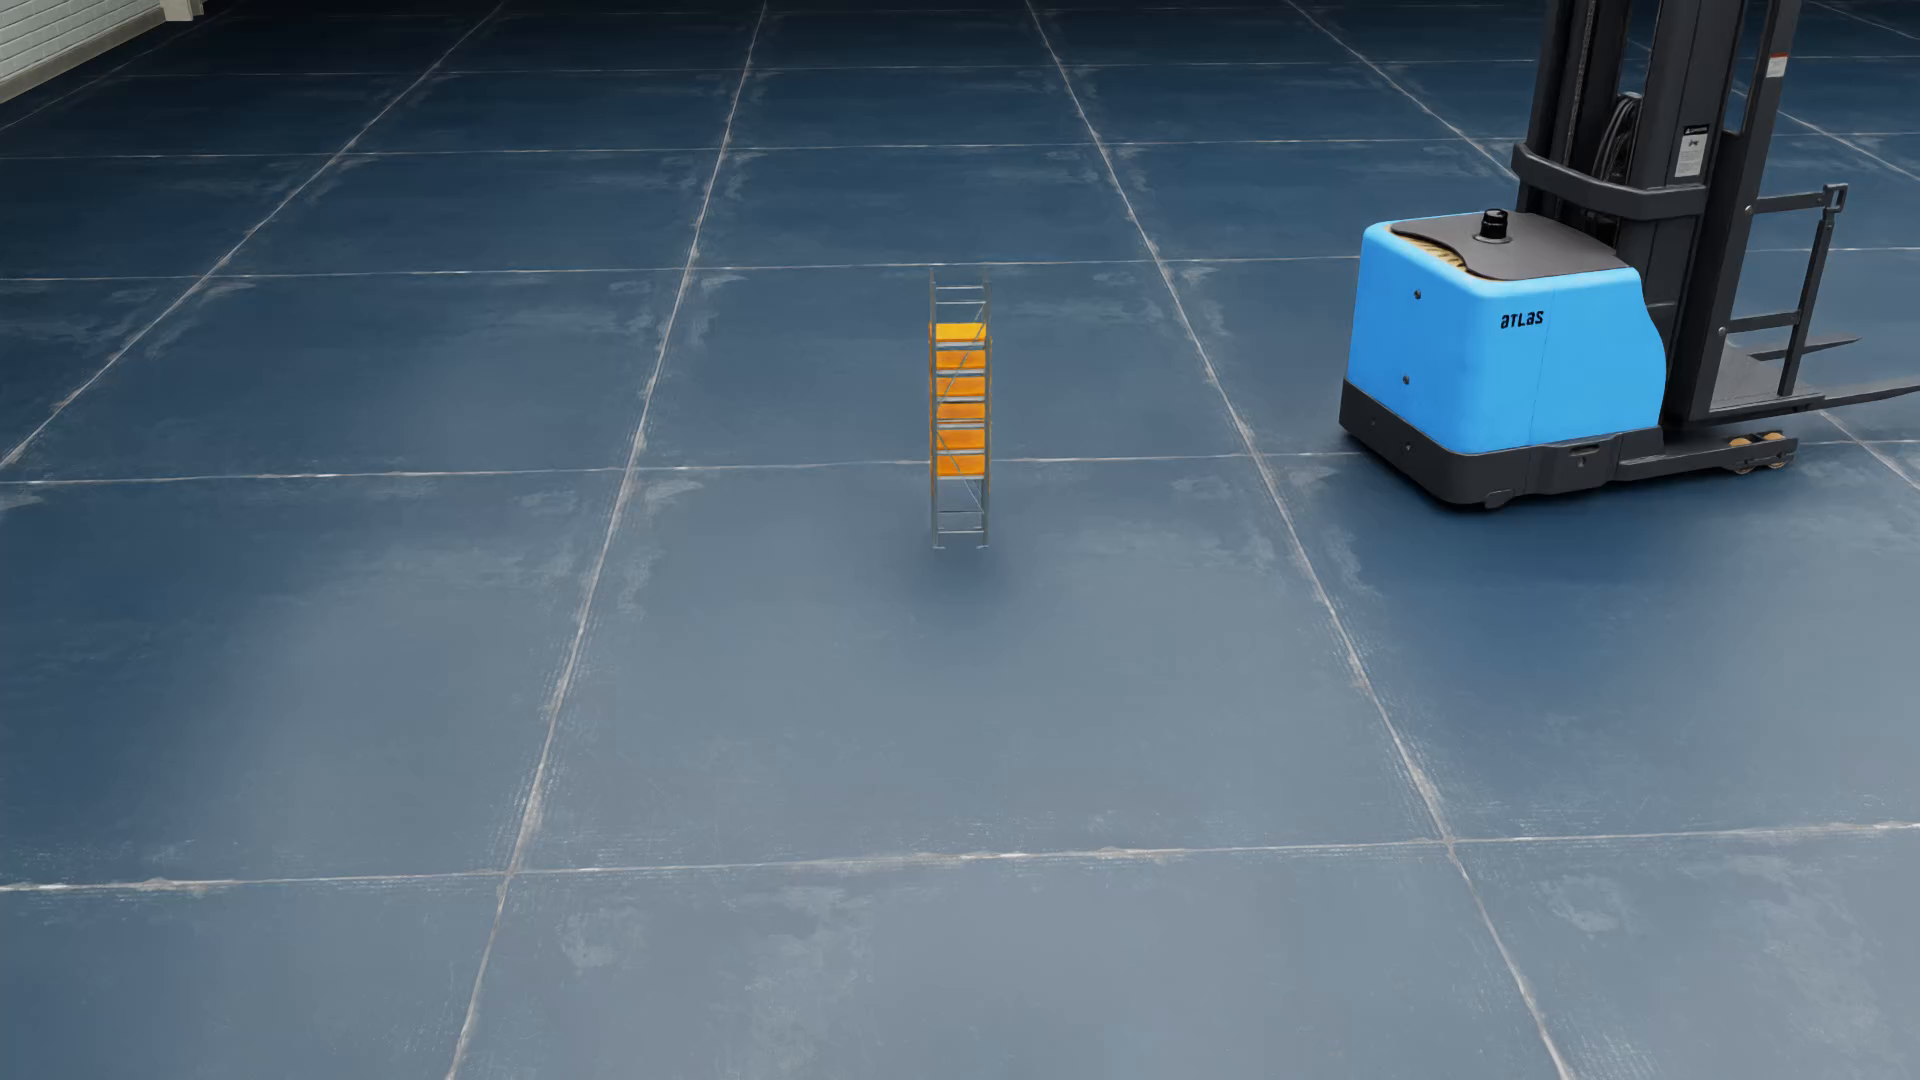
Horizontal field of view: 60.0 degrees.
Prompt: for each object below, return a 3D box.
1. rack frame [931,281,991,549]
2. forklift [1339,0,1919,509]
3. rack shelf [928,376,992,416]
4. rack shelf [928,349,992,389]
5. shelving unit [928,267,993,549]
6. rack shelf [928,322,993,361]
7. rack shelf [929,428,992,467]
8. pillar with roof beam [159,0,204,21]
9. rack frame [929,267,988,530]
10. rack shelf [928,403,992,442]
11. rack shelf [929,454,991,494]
[{"bbox_3d":[0.004,-0.496,6.904,0.240,1.200,0.006,-1,28,-3],"label":"rack frame"},{"bbox_3d":[3.442,-1.833,7.596,3.031,2.935,1.130,-9,29,-16],"label":"forklift"},{"bbox_3d":[-0.001,-0.606,6.950,0.258,0.103,0.180,-1,28,-3],"label":"rack shelf"},{"bbox_3d":[-0.001,-0.712,6.895,0.258,0.103,0.180,-1,28,-3],"label":"rack shelf"},{"bbox_3d":[-0.001,-0.539,6.985,0.258,1.200,0.189,-1,28,-3],"label":"shelving unit"},{"bbox_3d":[-0.001,-0.818,6.839,0.258,0.103,0.180,-1,28,-3],"label":"rack shelf"},{"bbox_3d":[-0.001,-0.393,7.061,0.258,0.103,0.180,-1,28,-3],"label":"rack shelf"},{"bbox_3d":[-4.209,-9.821,16.348,9.100,9.000,0.400,-1,28,-3],"label":"pillar with roof beam"},{"bbox_3d":[-0.006,-0.581,7.066,0.240,1.200,0.006,-1,28,-3],"label":"rack frame"},{"bbox_3d":[-0.001,-0.499,7.006,0.258,0.103,0.180,-1,28,-3],"label":"rack shelf"},{"bbox_3d":[-0.001,-0.286,7.117,0.258,0.103,0.180,-1,28,-3],"label":"rack shelf"}]
